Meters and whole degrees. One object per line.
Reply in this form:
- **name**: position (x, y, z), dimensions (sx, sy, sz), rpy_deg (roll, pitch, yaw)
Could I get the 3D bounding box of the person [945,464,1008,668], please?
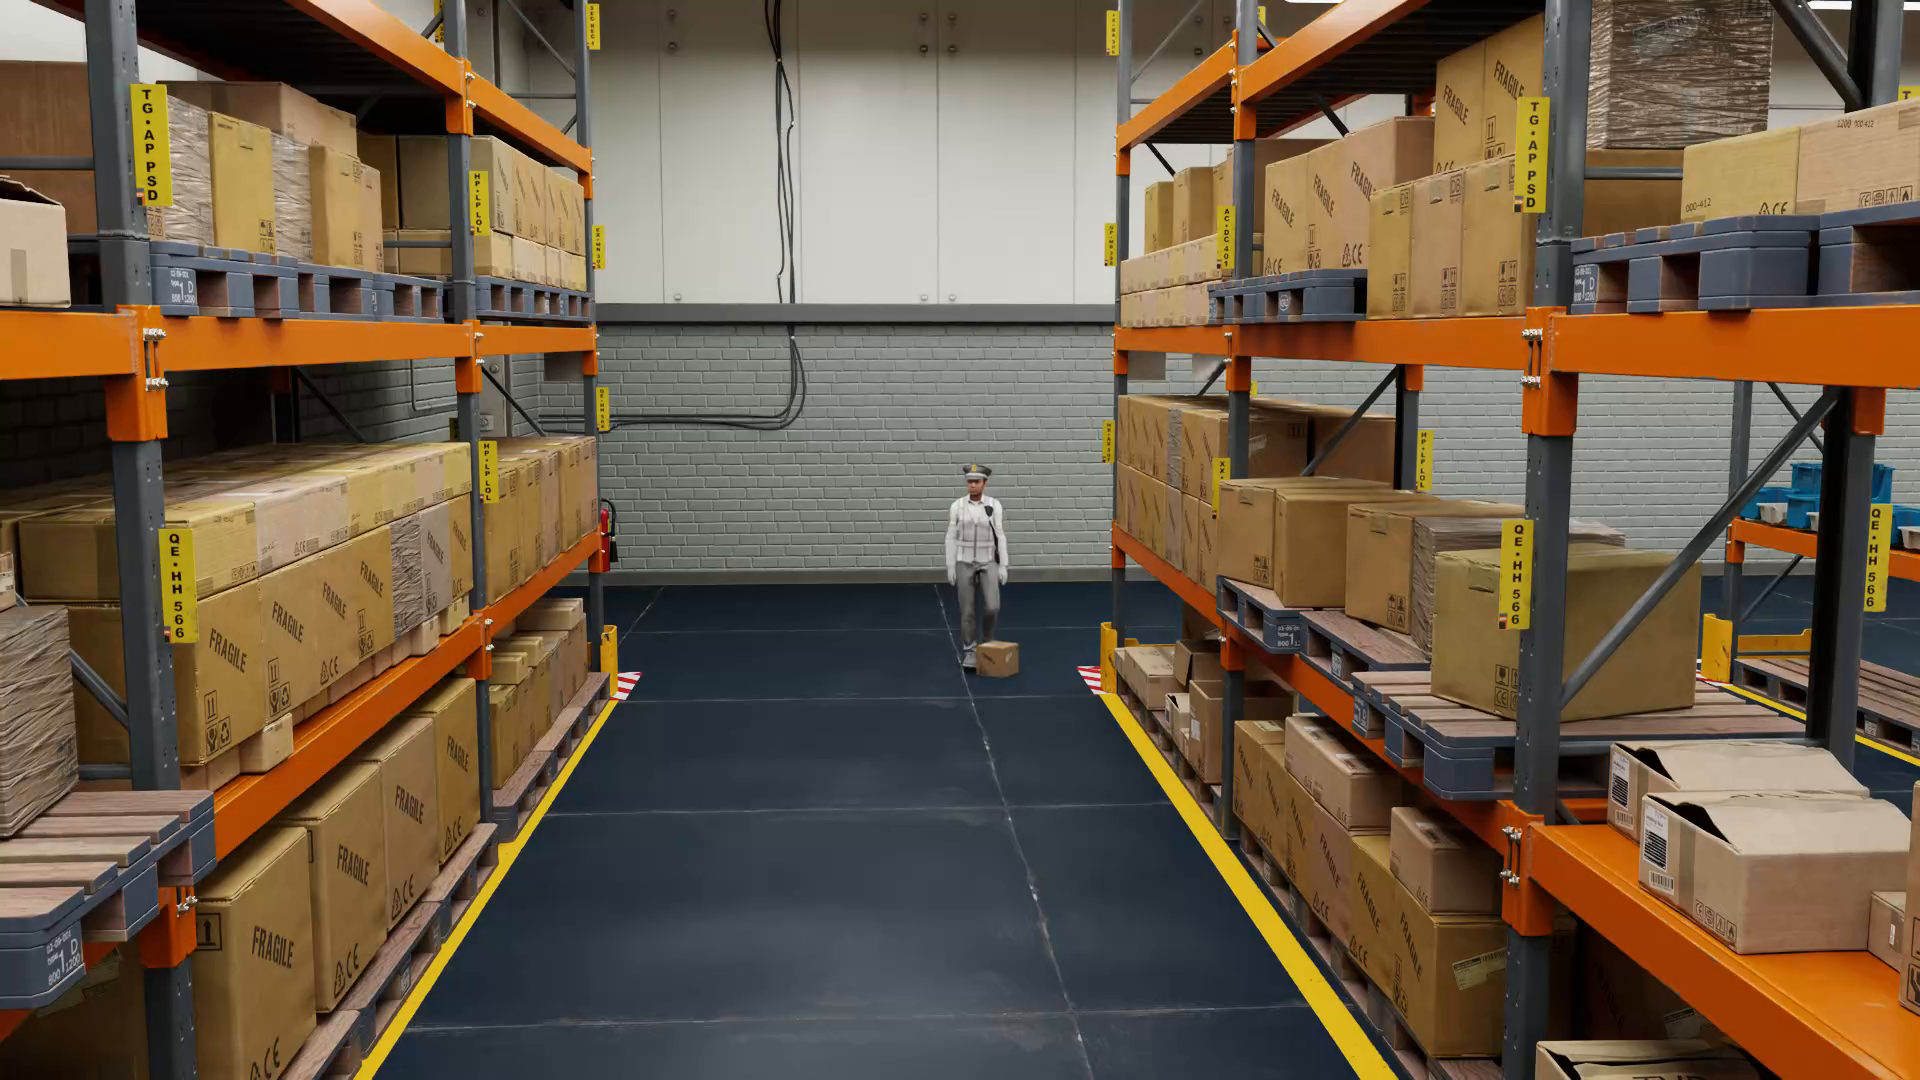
- **person**: position (0.130, 0.215, 13.658), dimensions (0.516, 1.689, 0.410), rpy_deg (1, 7, 5)
